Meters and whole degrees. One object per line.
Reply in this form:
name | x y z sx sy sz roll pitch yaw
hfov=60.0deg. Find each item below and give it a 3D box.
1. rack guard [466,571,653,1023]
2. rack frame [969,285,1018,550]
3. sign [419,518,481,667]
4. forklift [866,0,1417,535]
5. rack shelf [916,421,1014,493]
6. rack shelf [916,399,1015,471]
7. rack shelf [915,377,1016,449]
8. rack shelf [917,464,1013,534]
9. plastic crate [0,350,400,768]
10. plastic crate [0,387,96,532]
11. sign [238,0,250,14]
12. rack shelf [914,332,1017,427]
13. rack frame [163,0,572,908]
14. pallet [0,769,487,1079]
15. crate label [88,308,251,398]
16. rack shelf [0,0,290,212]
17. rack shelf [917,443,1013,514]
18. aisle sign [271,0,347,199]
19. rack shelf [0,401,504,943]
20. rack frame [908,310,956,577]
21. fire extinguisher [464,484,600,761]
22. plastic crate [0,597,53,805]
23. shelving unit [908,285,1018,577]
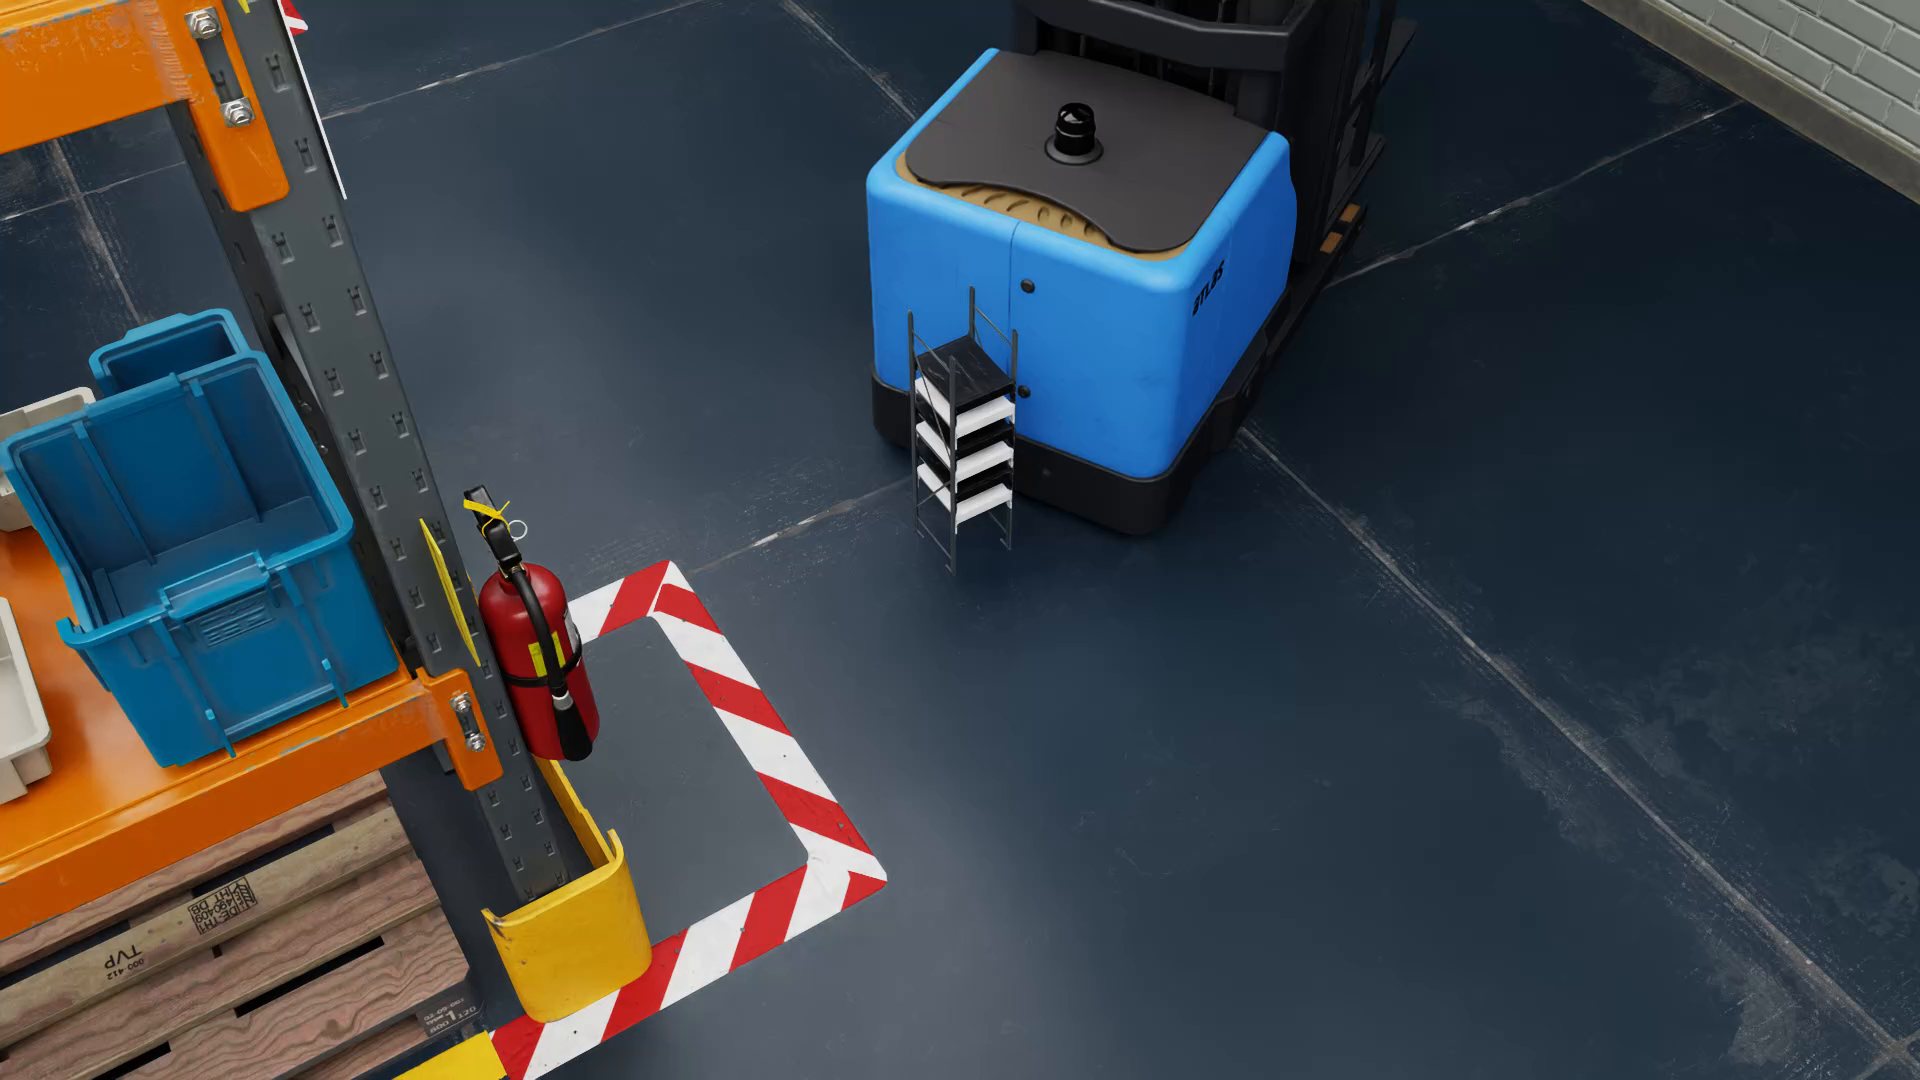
rack guard | -1.225 0.627 4.357 0.348 0.500 1.175 -25 53 -21
rack frame | 0.093 -0.343 4.953 0.006 0.900 0.240 -25 53 -21
sign | -0.932 0.100 3.043 0.005 0.325 0.100 -25 53 -21
forklift | 0.863 -2.094 5.152 1.130 2.935 3.031 22 52 19
rack shelf | 0.007 -0.280 4.942 0.200 0.077 0.258 -25 53 -21
rack shelf | 0.007 -0.340 4.874 0.200 0.077 0.258 -25 53 -21
rack shelf | 0.007 -0.400 4.807 0.200 0.077 0.258 -25 53 -21
rack shelf | 0.007 -0.161 5.076 0.200 0.077 0.258 -25 53 -21
plastic crate | -1.422 0.033 3.148 0.499 0.435 0.616 -25 53 -21
plastic crate | -1.939 -0.153 3.514 0.298 0.136 0.250 -25 53 -21
sign | -0.932 -0.808 2.023 0.005 0.325 0.100 -25 53 -21
rack shelf | 0.007 -0.460 4.740 0.200 0.077 0.258 -25 53 -21
rack frame | -1.239 -0.187 3.408 0.127 3.000 1.000 -25 53 -21
pallet | -1.957 1.045 4.178 1.213 0.211 1.003 -25 53 -21
crate label | -1.623 -0.260 3.545 0.303 0.233 0.416 -25 53 -21
rack shelf | -2.930 -0.148 1.846 4.000 0.370 1.077 -25 53 -21
rack shelf | 0.007 -0.220 5.009 0.200 0.077 0.258 -25 53 -21
aisle sign | -1.022 -0.895 2.298 0.004 0.787 0.394 -25 53 -21
rack shelf | -2.930 0.850 2.967 4.000 0.370 1.077 -25 53 -21
rack frame | -0.079 -0.262 4.881 0.006 0.900 0.240 -25 53 -21
fire extinguisher | -0.869 0.190 3.374 0.183 0.674 0.296 -25 53 -21
plastic crate | -1.832 0.320 3.092 0.243 0.136 0.396 -25 53 -21
shelving unit | 0.007 -0.303 4.917 0.210 0.900 0.258 -25 53 -21
